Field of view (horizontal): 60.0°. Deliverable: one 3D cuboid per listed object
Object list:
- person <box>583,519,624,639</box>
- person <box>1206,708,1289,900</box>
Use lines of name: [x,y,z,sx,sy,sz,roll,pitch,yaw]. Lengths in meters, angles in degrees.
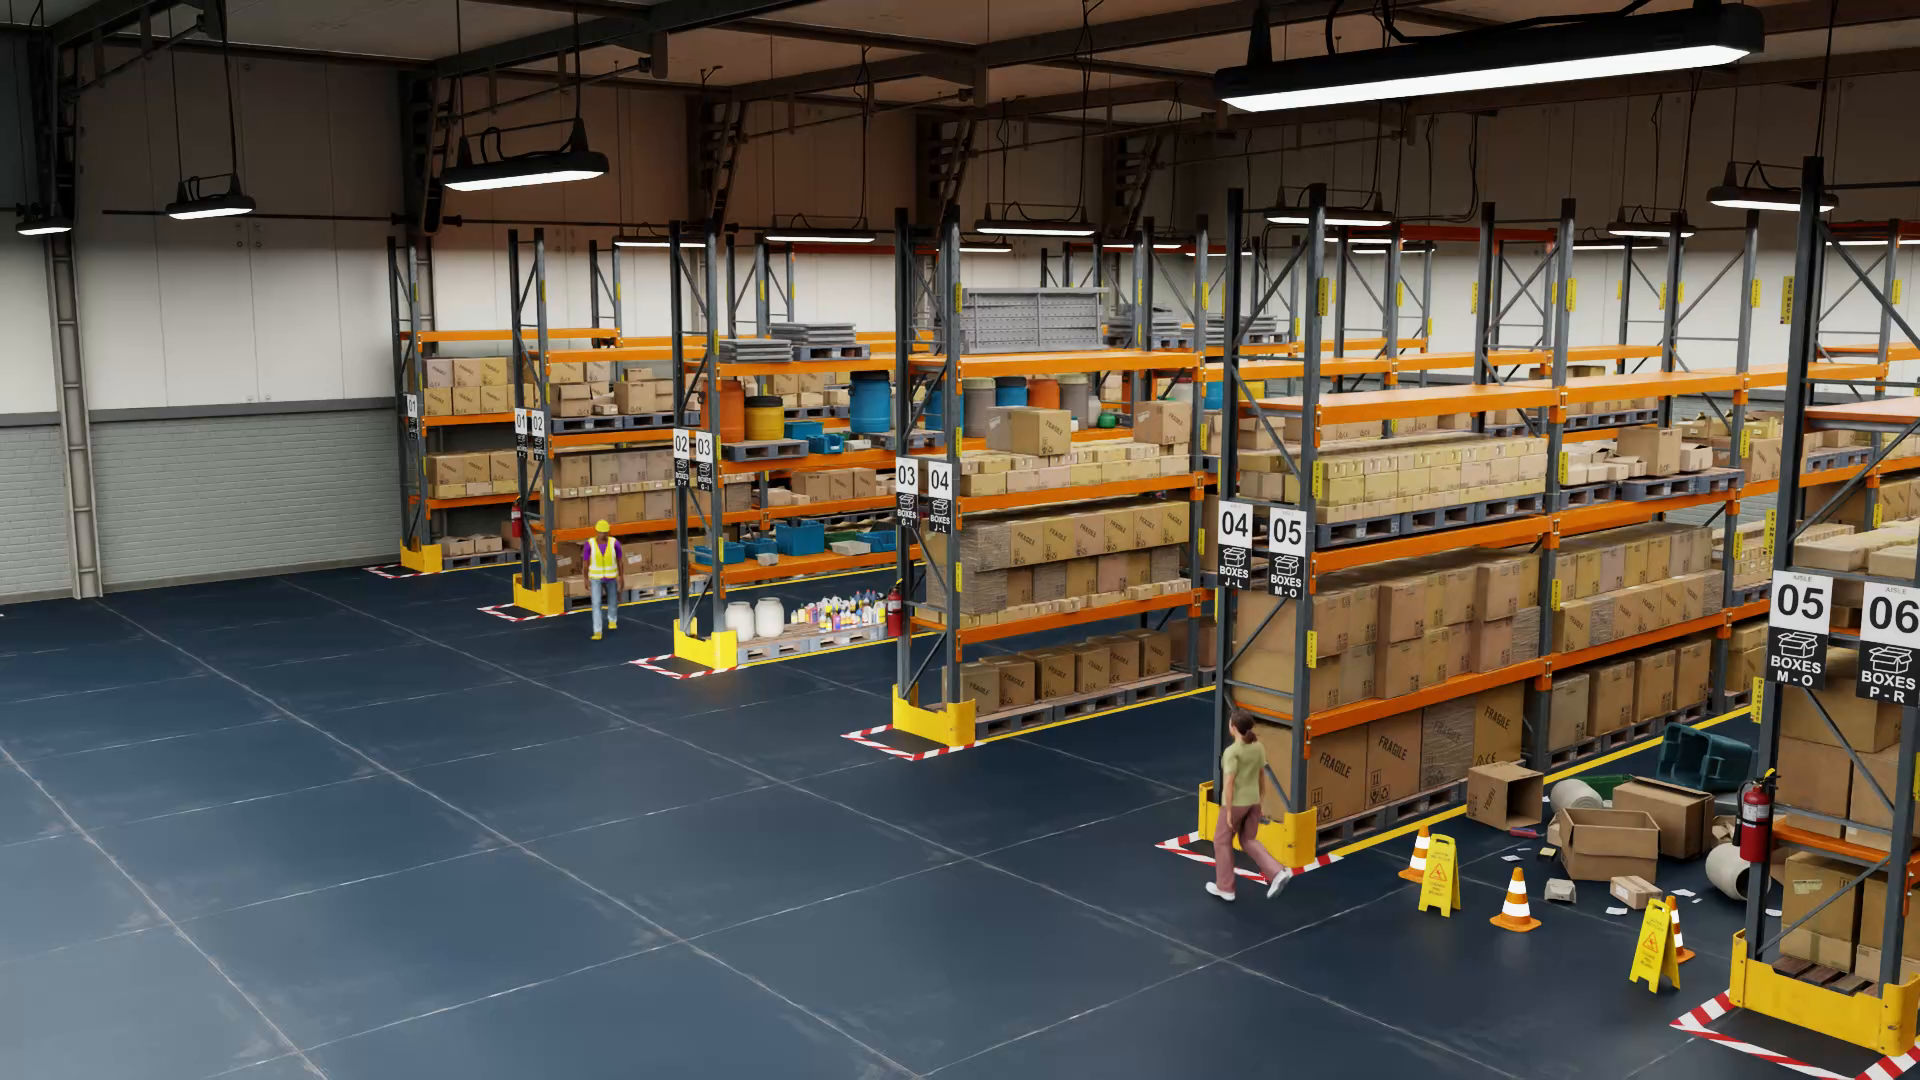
person: [-5.261,0.551,24.547,0.574,1.739,0.895,-3,9,-20]
person: [2.379,2.226,13.850,0.450,1.650,0.764,-7,11,-38]
